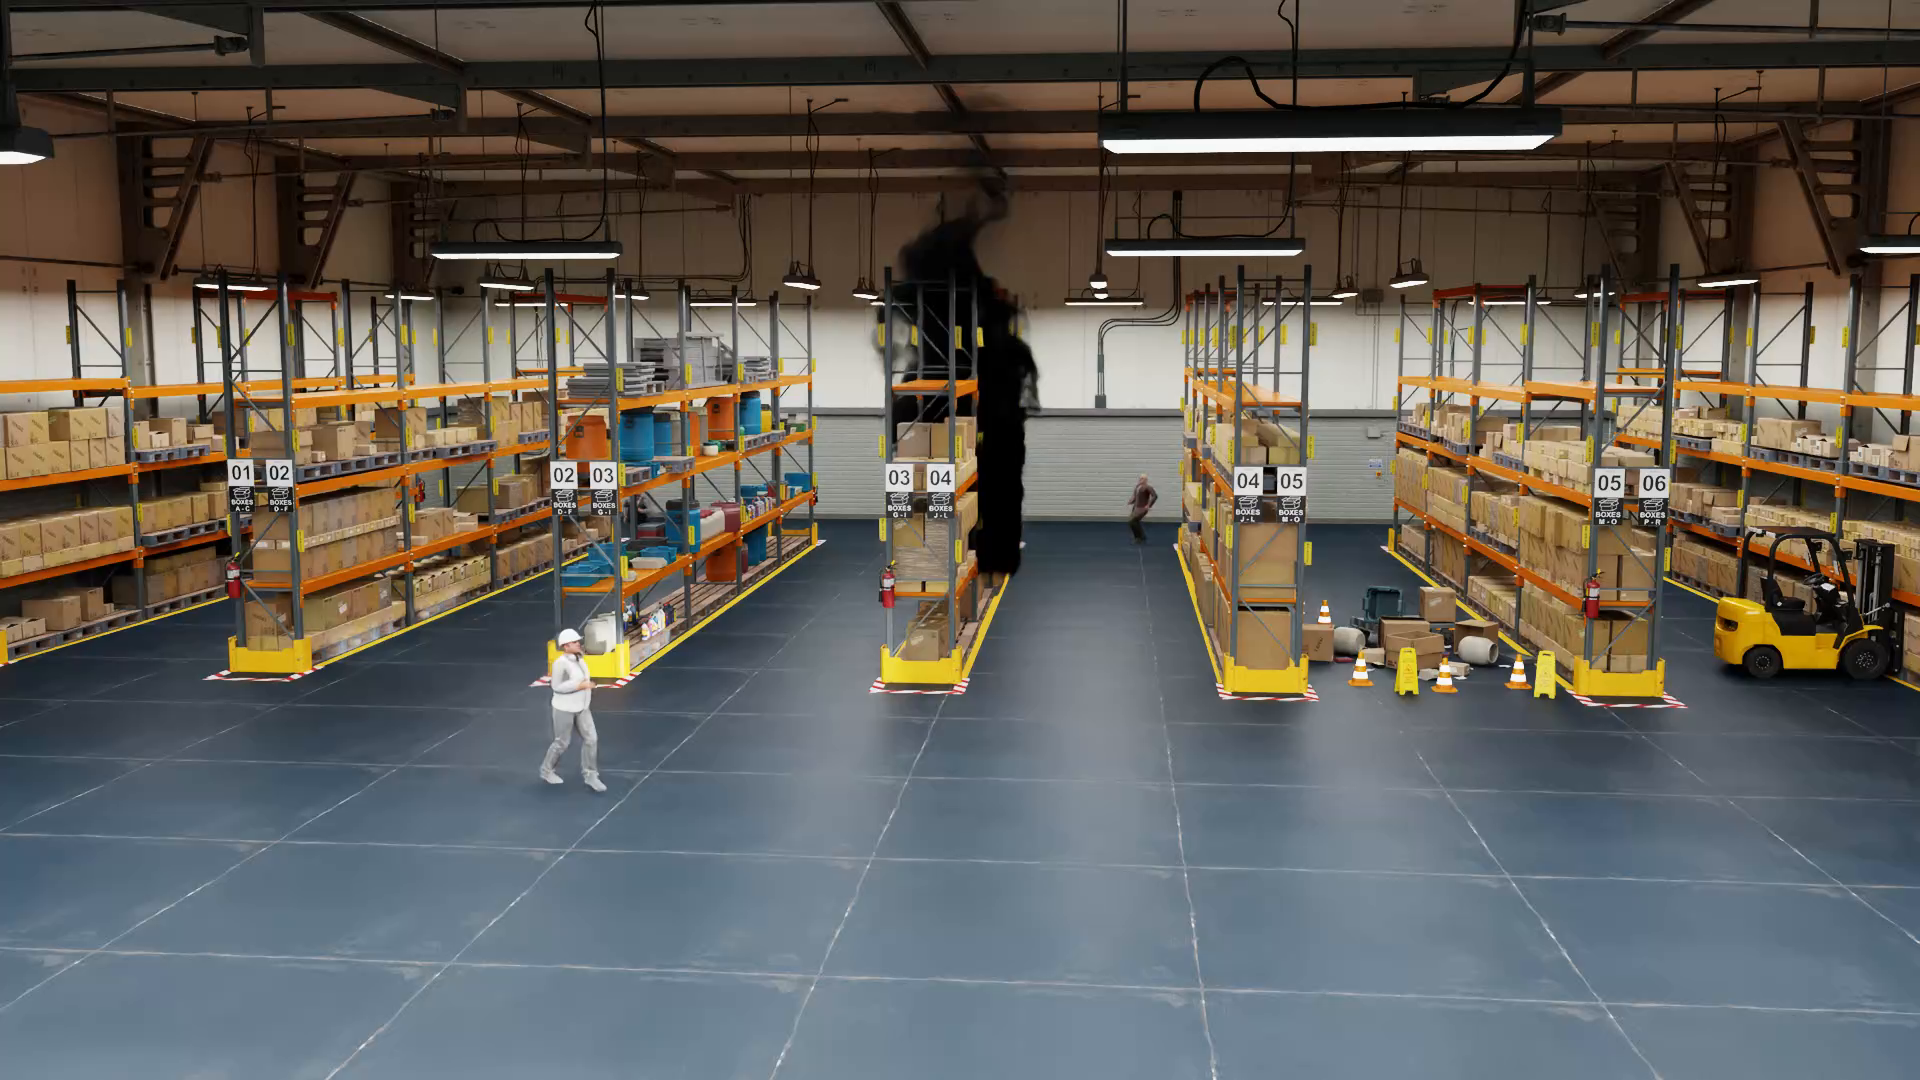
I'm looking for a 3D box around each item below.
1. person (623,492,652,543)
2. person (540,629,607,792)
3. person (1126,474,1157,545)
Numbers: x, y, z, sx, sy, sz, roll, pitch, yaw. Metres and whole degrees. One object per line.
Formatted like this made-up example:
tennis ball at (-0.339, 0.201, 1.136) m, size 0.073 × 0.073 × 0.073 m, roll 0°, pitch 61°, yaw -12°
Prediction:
person at (-7.125, -0.318, 36.728) m, size 0.633 × 1.769 × 0.825 m, roll -1°, pitch 7°, yaw -11°
person at (-4.296, 1.879, 18.404) m, size 0.801 × 1.806 × 0.654 m, roll 3°, pitch 8°, yaw 24°
person at (4.364, -0.729, 40.213) m, size 0.644 × 1.732 × 0.777 m, roll -3°, pitch 8°, yaw -24°
